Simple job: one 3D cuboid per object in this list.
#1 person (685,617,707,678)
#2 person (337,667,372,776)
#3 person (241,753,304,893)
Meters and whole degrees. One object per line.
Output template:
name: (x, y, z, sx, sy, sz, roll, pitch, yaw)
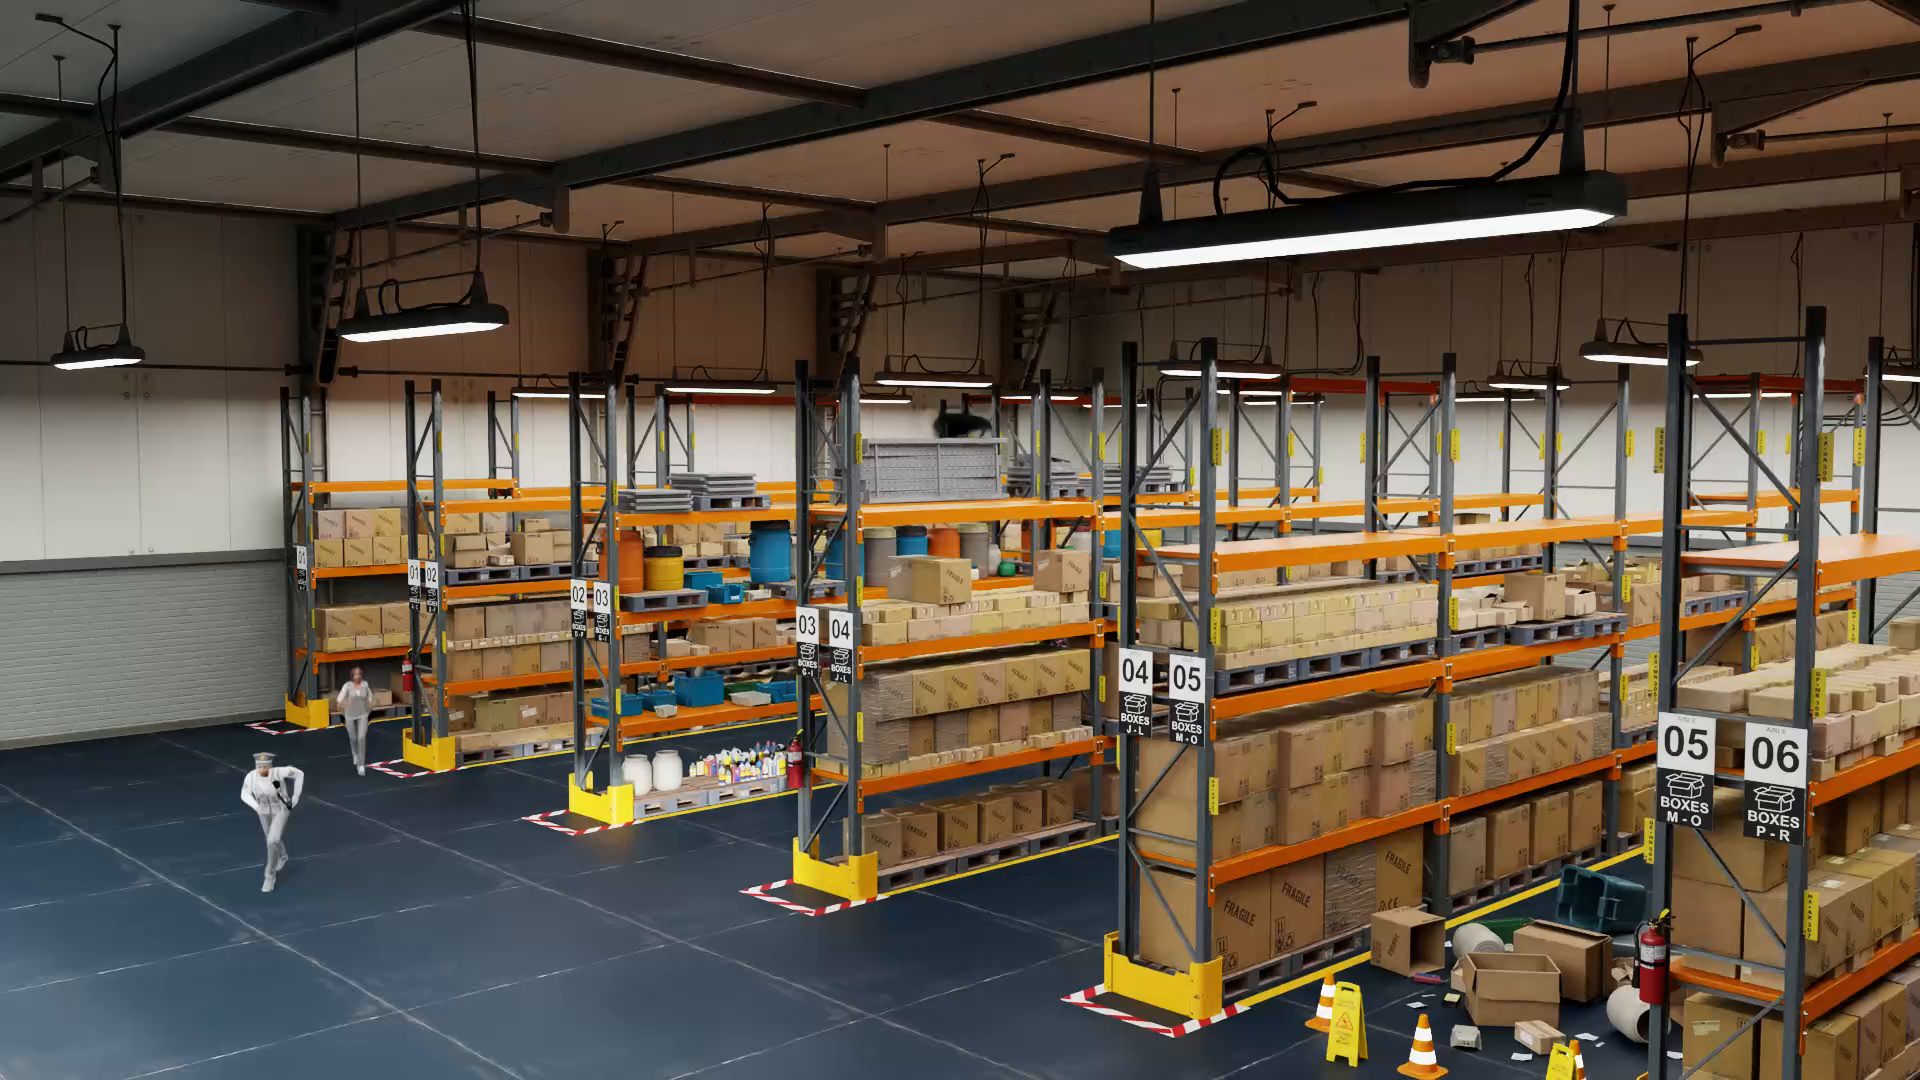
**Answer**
person: (-4.905, 2.242, 31.639, 0.681, 1.804, 0.897, 3, 5, 36)
person: (-9.243, 2.740, 25.412, 0.523, 1.619, 0.816, -2, 4, -24)
person: (-7.871, 3.182, 19.121, 0.657, 1.620, 0.959, -1, 4, -9)
